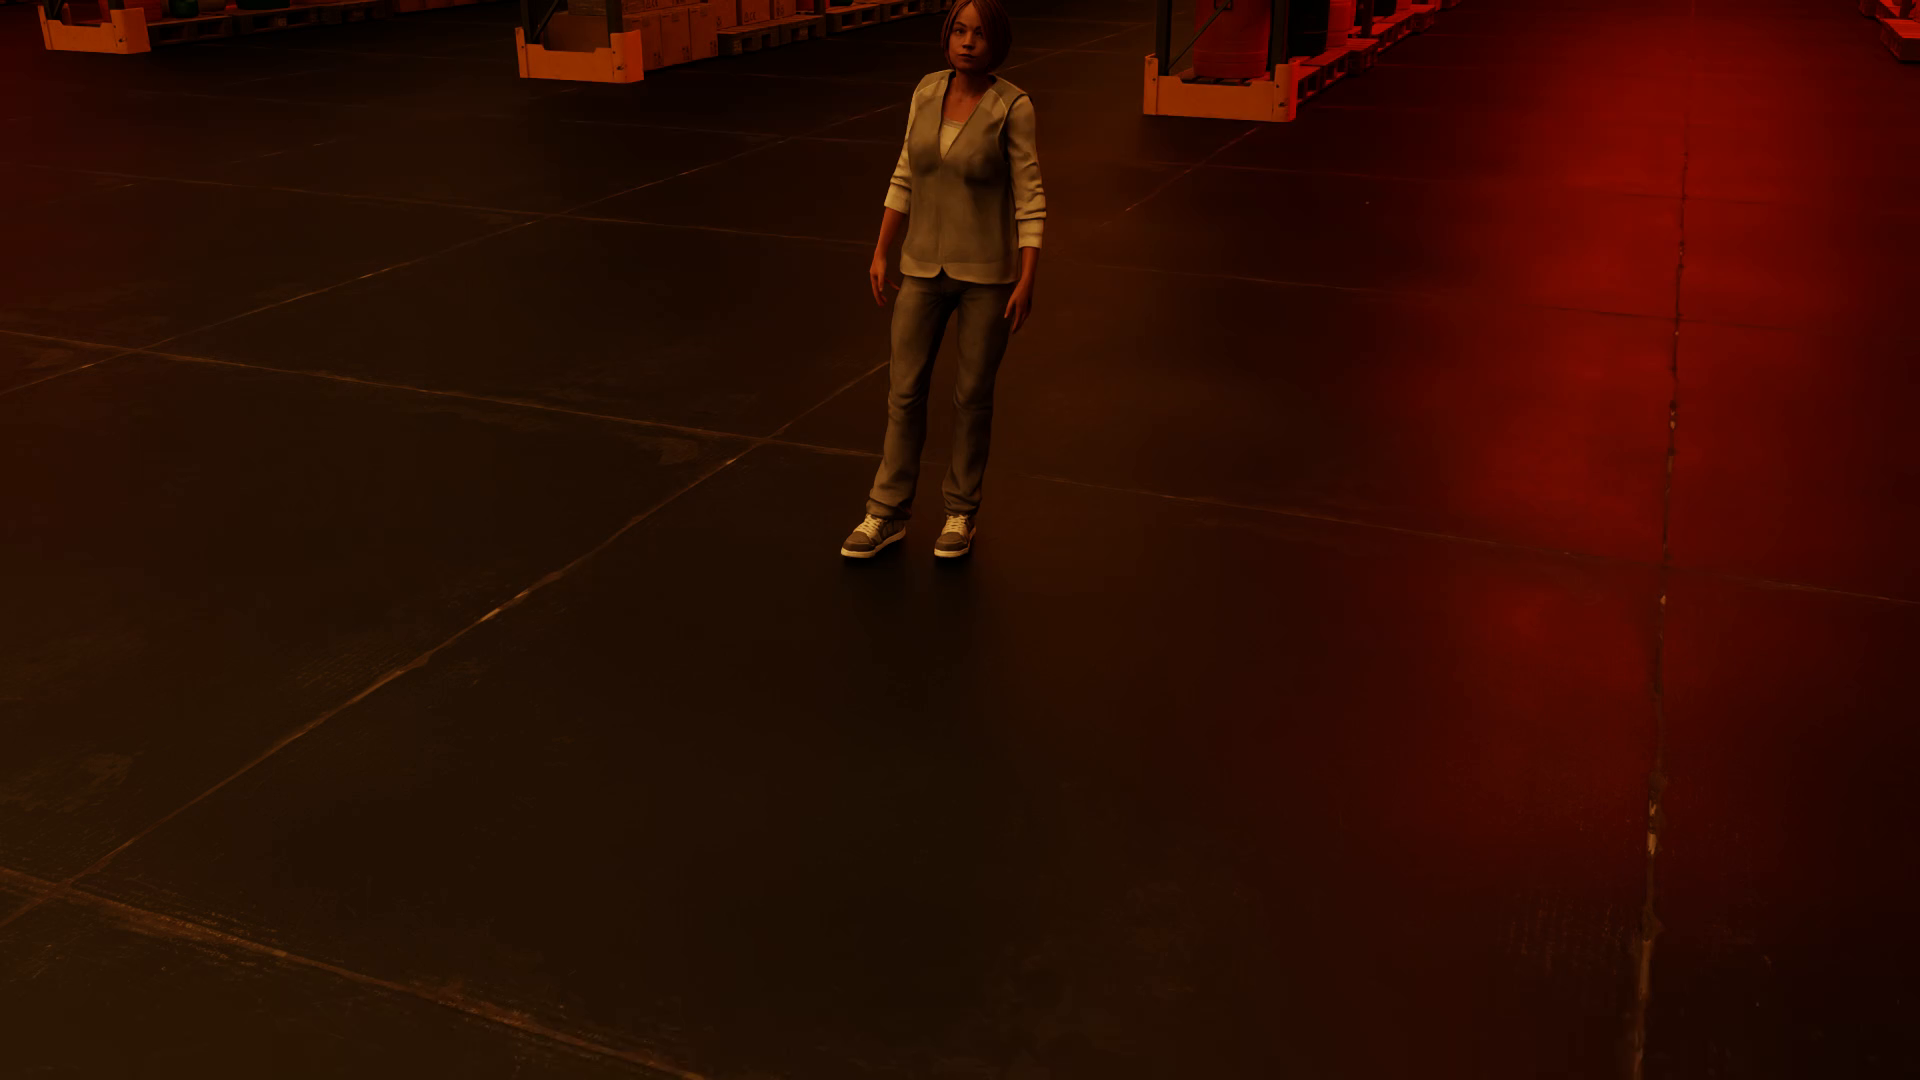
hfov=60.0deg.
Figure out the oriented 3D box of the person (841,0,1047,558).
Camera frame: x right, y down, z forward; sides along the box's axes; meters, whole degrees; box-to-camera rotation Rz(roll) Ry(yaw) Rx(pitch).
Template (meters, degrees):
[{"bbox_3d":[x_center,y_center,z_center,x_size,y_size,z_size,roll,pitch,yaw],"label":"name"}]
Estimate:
[{"bbox_3d":[-0.041,-0.720,4.725,0.520,1.597,0.475,9,24,21],"label":"person"}]
